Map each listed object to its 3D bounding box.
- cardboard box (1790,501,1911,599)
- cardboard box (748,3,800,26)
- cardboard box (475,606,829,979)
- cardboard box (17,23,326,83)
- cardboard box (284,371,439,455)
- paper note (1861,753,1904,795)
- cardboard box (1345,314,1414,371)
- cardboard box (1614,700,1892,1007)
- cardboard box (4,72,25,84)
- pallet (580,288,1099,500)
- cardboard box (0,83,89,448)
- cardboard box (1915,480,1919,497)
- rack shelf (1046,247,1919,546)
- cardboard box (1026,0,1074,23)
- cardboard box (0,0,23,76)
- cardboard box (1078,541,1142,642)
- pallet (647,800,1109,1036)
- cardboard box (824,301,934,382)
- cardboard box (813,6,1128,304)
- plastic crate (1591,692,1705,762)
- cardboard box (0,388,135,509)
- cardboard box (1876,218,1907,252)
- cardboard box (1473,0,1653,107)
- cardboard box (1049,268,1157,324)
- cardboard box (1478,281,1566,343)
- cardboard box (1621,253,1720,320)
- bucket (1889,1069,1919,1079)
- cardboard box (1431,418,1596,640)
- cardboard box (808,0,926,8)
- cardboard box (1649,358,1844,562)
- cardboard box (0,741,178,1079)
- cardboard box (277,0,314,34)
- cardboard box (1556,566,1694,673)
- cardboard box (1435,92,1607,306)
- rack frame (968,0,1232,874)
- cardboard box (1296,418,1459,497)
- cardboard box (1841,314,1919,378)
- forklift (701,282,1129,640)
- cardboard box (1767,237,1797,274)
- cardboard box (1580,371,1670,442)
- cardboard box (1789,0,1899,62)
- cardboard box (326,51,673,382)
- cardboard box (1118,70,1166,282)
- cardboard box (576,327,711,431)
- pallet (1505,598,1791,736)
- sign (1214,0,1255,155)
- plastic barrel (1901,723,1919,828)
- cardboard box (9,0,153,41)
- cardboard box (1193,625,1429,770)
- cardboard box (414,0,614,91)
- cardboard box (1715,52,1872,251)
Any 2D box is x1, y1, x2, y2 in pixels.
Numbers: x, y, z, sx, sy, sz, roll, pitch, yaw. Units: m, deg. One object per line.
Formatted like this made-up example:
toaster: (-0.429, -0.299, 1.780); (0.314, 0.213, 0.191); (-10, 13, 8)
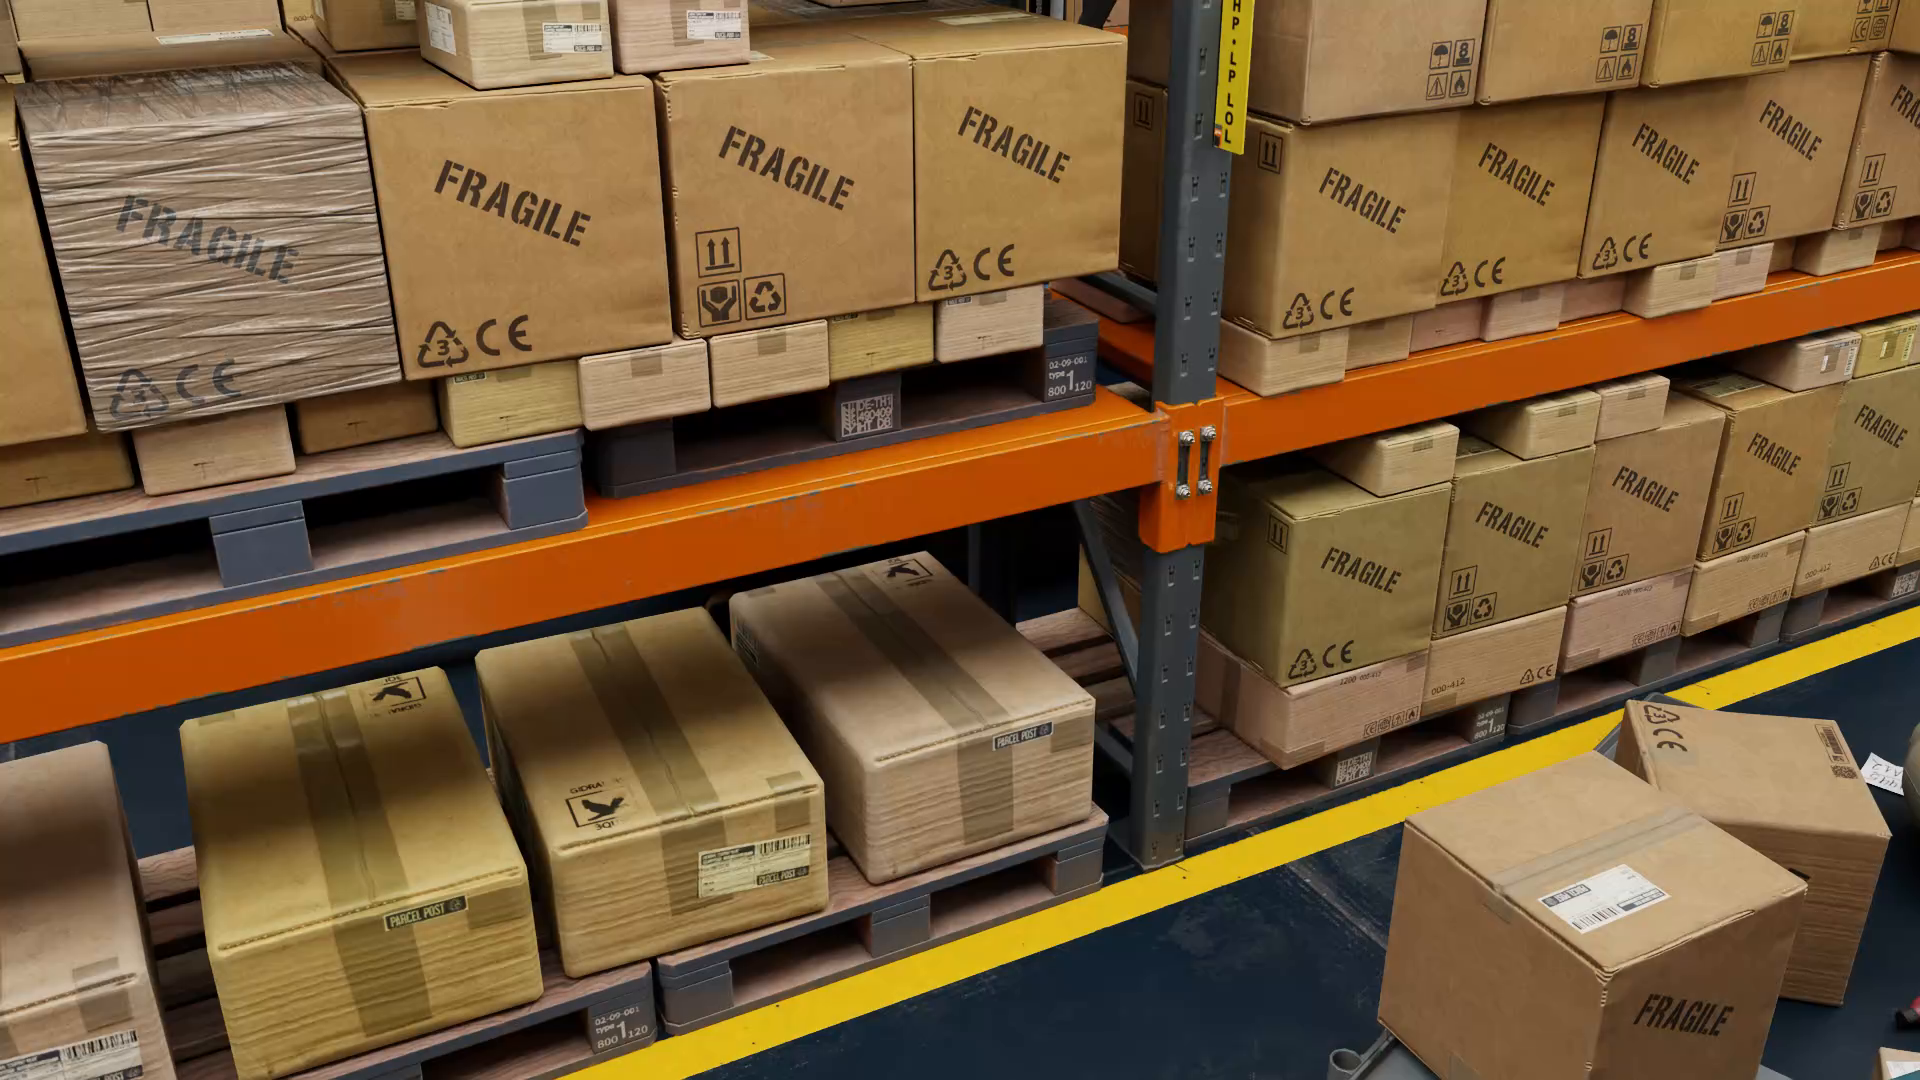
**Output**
cardboard box: (2.792, -0.065, 5.610); (0.500, 0.250, 0.500); (-13, 29, -25)
cardboard box: (-0.680, -0.950, 3.819); (0.500, 0.500, 0.500); (-13, 29, -25)
cardboard box: (-0.784, 0.581, 4.125); (0.625, 0.372, 0.950); (-11, 28, -22)
cardboard box: (-1.571, -0.746, 3.394); (0.500, 0.500, 0.500); (-14, 29, -27)
cardboard box: (-1.202, -0.319, 3.254); (0.250, 0.149, 0.380); (-14, 29, -27)
paper note: (2.688, 0.676, 4.806); (0.142, 0.019, 0.148); (21, 33, 37)
cardboard box: (0.937, -0.570, 4.261); (0.250, 0.149, 0.380); (-12, 28, -24)
cardboard box: (1.896, 0.757, 4.092); (0.500, 0.500, 0.500); (5, 26, 11)
cardboard box: (-4.155, -1.888, 6.889); (0.500, 0.250, 0.500); (-14, 29, -27)
pallet: (-0.433, -0.483, 4.013); (1.213, 0.211, 1.003); (-13, 29, -25)
cardboard box: (-1.792, -0.447, 2.770); (0.500, 0.500, 0.500); (-12, 28, -24)
cardboard box: (3.255, -0.510, 5.671); (0.500, 0.500, 0.500); (-13, 28, -25)
rack shelf: (2.075, -0.753, 5.184); (4.000, 0.370, 1.077); (-13, 29, -25)
cardboard box: (0.276, -3.017, 8.954); (0.500, 0.500, 0.500); (-14, 29, -26)
cardboard box: (-1.909, -0.957, 3.084); (0.250, 0.149, 0.380); (-14, 29, -28)
cardboard box: (0.705, 0.157, 5.149); (0.500, 0.250, 0.500); (-12, 28, -23)
pallet: (-0.376, 0.746, 4.452); (1.213, 0.211, 1.003); (-13, 29, -25)
cardboard box: (-0.255, -0.489, 3.607); (0.250, 0.149, 0.380); (-14, 29, -27)
cardboard box: (0.010, -0.857, 3.624); (0.500, 0.500, 0.500); (-14, 29, -26)
plastic crate: (2.081, 0.640, 4.825); (0.402, 0.080, 0.583); (21, 33, 37)
cardboard box: (-1.658, -0.209, 3.024); (0.250, 0.149, 0.380); (-12, 28, -23)
cardboard box: (2.697, -1.013, 5.185); (0.250, 0.149, 0.380); (-13, 28, -24)
cardboard box: (1.261, -1.402, 4.091); (0.500, 0.500, 0.700); (-13, 28, -25)
cardboard box: (0.450, -0.739, 4.613); (0.250, 0.149, 0.380); (-13, 29, -26)
cardboard box: (1.392, -0.672, 4.475); (0.250, 0.149, 0.380); (-12, 28, -24)
cardboard box: (1.872, -0.755, 4.648); (0.250, 0.149, 0.380); (-13, 28, -25)
bucket: (1.764, 1.082, 2.556); (0.620, 0.611, 0.726); (-13, 27, -3)
cardboard box: (1.424, -0.088, 4.794); (0.500, 0.500, 0.500); (-12, 28, -23)
cardboard box: (-0.272, -1.370, 3.944); (0.250, 0.149, 0.380); (-13, 29, -25)
cardboard box: (2.348, -0.302, 5.239); (0.500, 0.500, 0.500); (-14, 29, -26)
cardboard box: (-2.069, 0.875, 3.512); (0.625, 0.372, 0.950); (-14, 29, -26)
cardboard box: (-2.793, -2.417, 7.415); (0.500, 0.250, 0.500); (-14, 29, -26)
cardboard box: (1.890, 0.141, 5.182); (0.500, 0.250, 0.500); (-13, 29, -26)
cardboard box: (1.261, -0.943, 4.290); (0.500, 0.500, 0.500); (-13, 29, -25)
rack frame: (0.310, -0.670, 4.180); (0.127, 3.000, 1.000); (-13, 29, -25)
cardboard box: (1.096, -0.270, 4.422); (0.250, 0.149, 0.380); (-13, 28, -24)
cardboard box: (2.740, -0.652, 5.217); (0.250, 0.149, 0.380); (-12, 28, -24)
forklift: (-0.698, -1.247, 5.460); (3.031, 2.935, 1.130); (-10, 27, -20)
cardboard box: (2.252, -0.910, 4.969); (0.250, 0.149, 0.380); (-13, 29, -25)
cardboard box: (1.785, -0.431, 4.758); (0.250, 0.149, 0.380); (-11, 28, -22)
cardboard box: (2.134, -1.635, 4.576); (0.500, 0.500, 0.700); (-13, 29, -25)
cardboard box: (-0.885, -0.652, 3.199); (0.500, 0.500, 0.500); (-12, 28, -23)
cardboard box: (0.585, -1.035, 4.480); (0.500, 0.500, 0.500); (-14, 29, -26)
cardboard box: (-0.689, -0.369, 3.359); (0.250, 0.149, 0.380); (-13, 28, -25)
pallet: (1.964, 0.187, 5.617); (1.213, 0.211, 1.003); (-13, 29, -25)
sign: (0.574, -0.981, 3.489); (0.005, 0.325, 0.100); (-13, 29, -25)
plastic barrel: (2.729, 0.676, 4.354); (0.421, 0.421, 0.512); (5, 26, 11)
cardboard box: (-3.701, -2.220, 7.004); (0.500, 0.250, 0.500); (-13, 28, -24)
cardboard box: (0.958, 0.363, 4.719); (0.500, 0.250, 0.500); (-14, 29, -27)
cardboard box: (-0.824, -0.940, 3.049); (0.250, 0.149, 0.380); (-14, 29, -27)
cardboard box: (2.147, -1.151, 4.723); (0.500, 0.500, 0.500); (-13, 28, -24)
